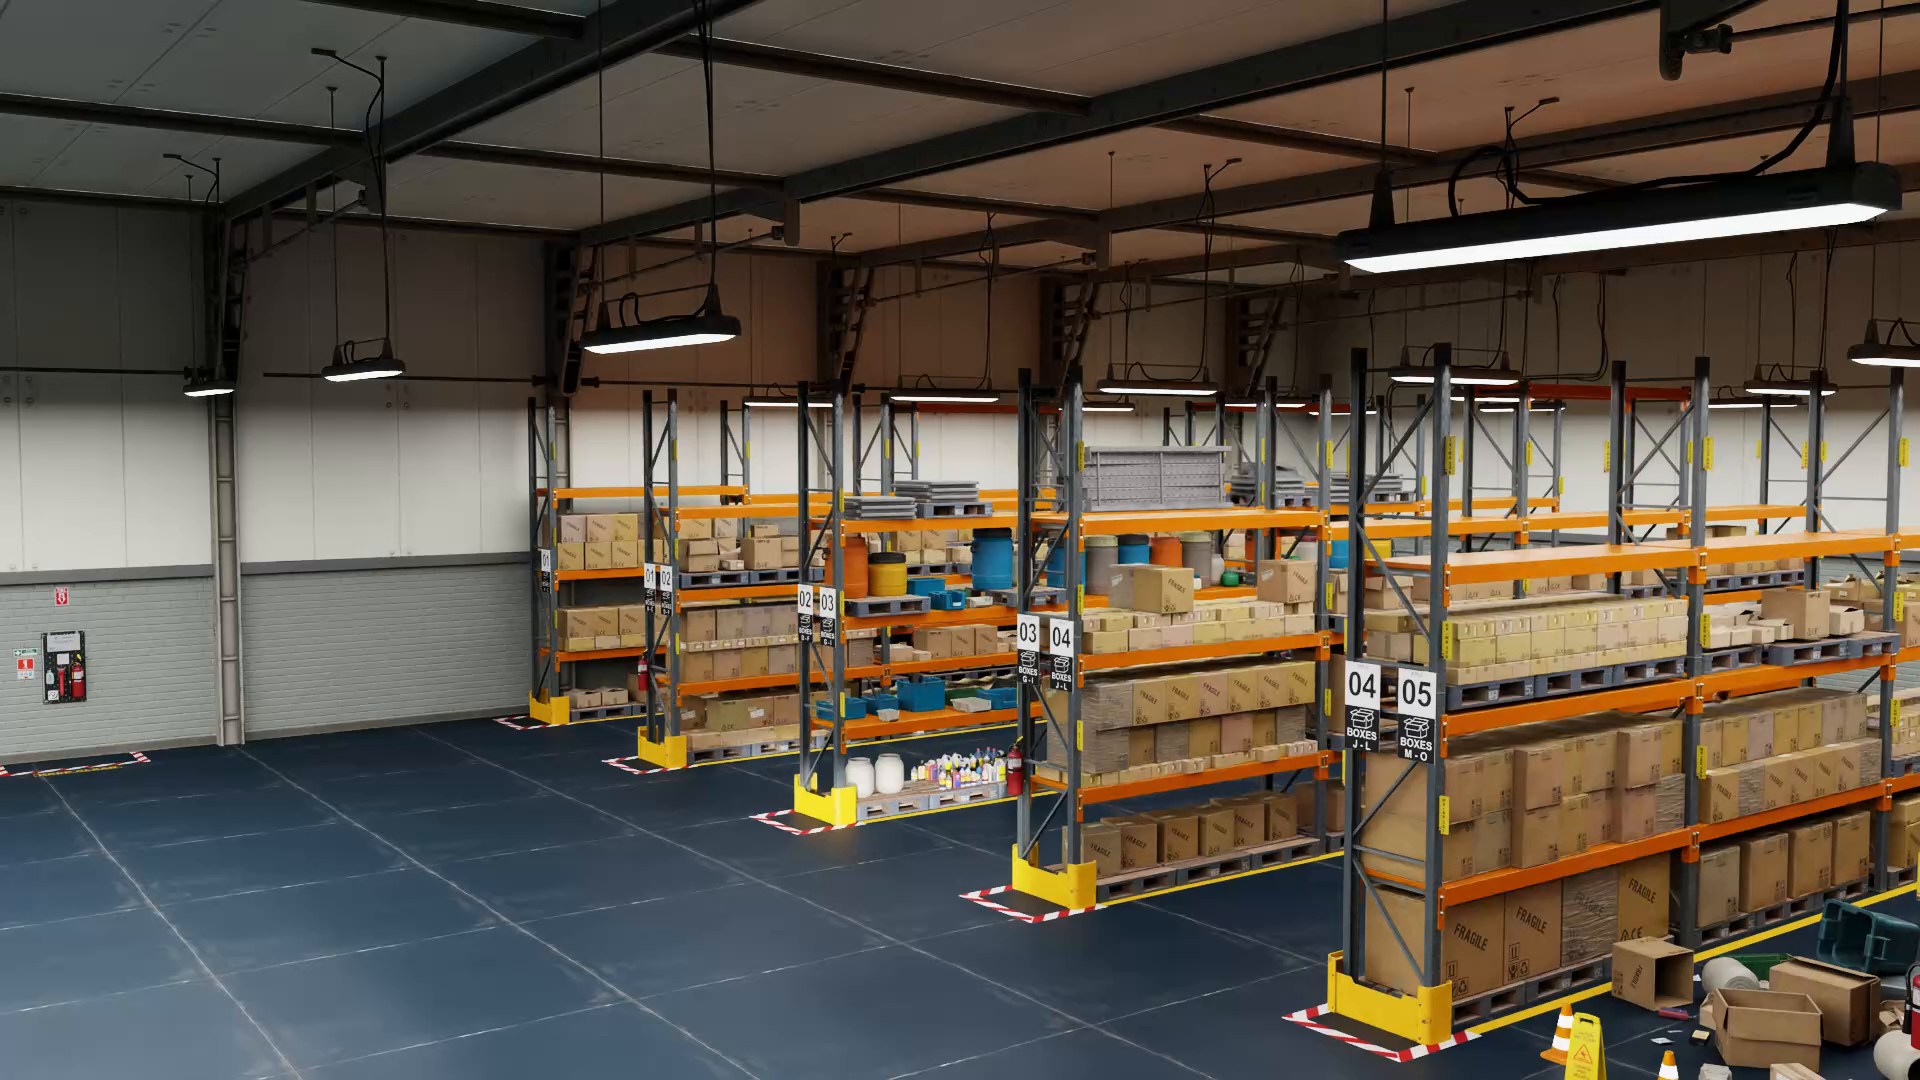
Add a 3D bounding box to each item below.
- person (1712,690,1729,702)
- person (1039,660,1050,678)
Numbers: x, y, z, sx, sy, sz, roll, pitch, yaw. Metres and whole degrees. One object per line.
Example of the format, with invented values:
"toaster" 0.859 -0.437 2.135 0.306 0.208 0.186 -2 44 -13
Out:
"person" 10.881 2.930 23.969 0.533 1.673 0.502 1 3 15
"person" 1.851 2.344 33.815 0.931 1.646 0.528 0 3 0
